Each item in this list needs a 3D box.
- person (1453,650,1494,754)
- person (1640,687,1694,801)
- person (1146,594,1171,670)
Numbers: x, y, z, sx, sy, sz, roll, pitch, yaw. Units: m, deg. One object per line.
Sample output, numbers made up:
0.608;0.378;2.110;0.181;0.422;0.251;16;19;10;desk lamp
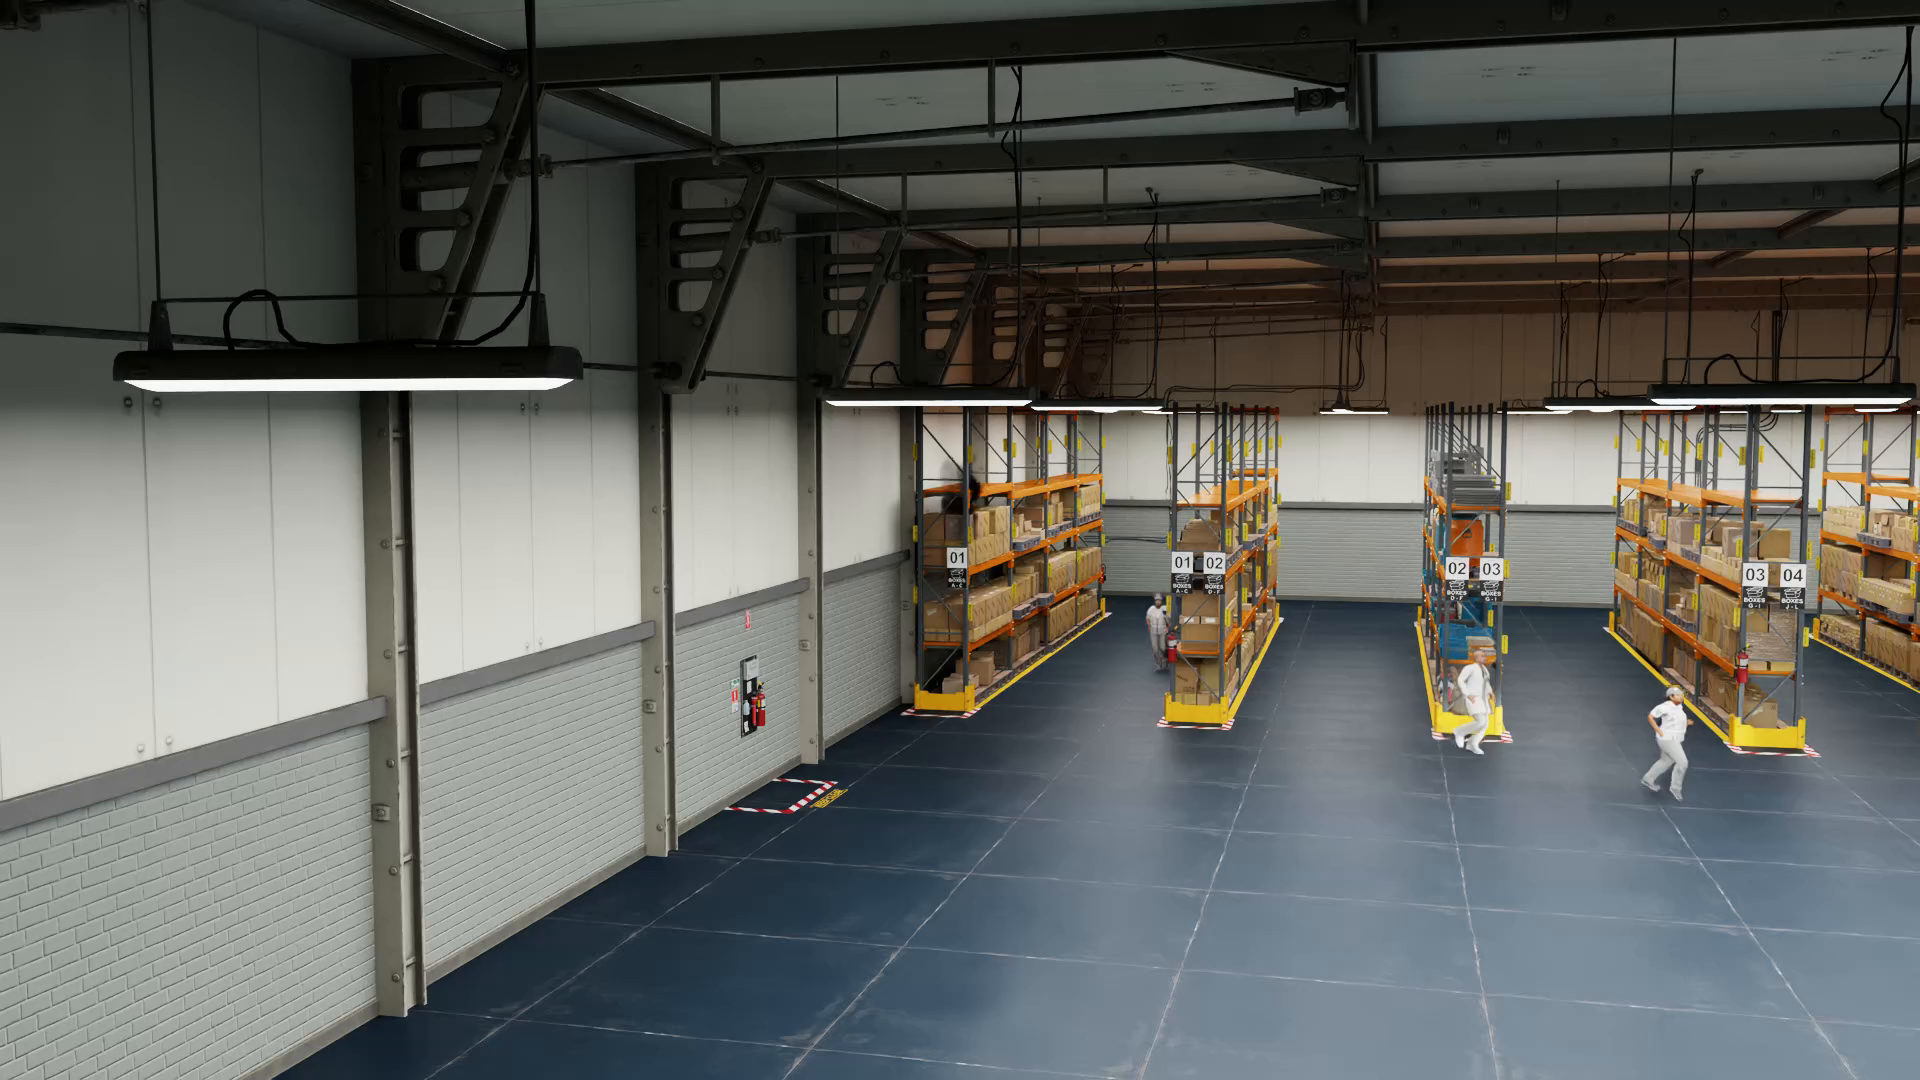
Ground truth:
8.850;2.768;28.536;0.743;1.752;0.602;-4;6;-40;person
10.688;3.064;25.133;0.755;1.725;0.569;4;6;44;person
4.484;2.077;37.503;0.638;1.737;0.586;1;4;17;person
